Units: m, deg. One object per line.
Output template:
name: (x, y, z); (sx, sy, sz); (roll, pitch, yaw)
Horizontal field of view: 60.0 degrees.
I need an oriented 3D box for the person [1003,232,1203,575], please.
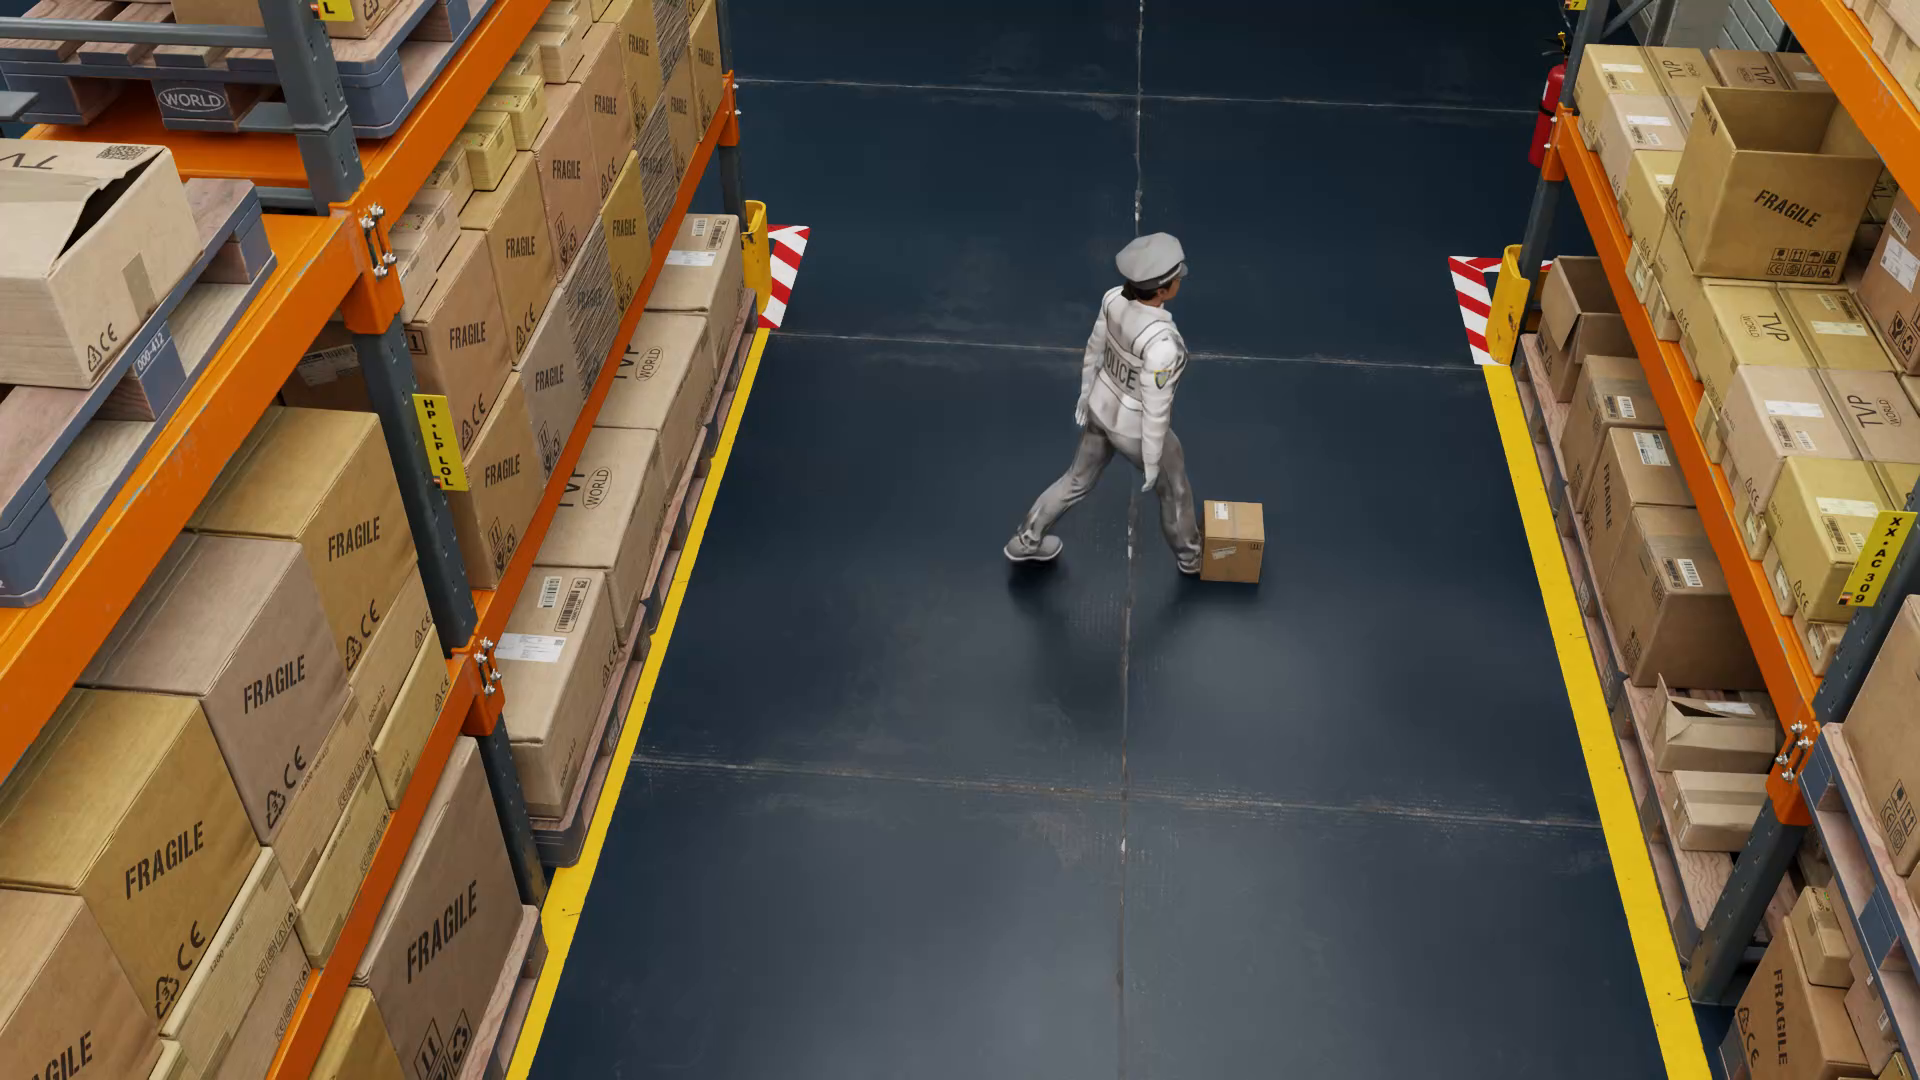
person: (0.718, -0.504, 6.743); (0.983, 1.638, 0.529); (-17, 43, -19)
